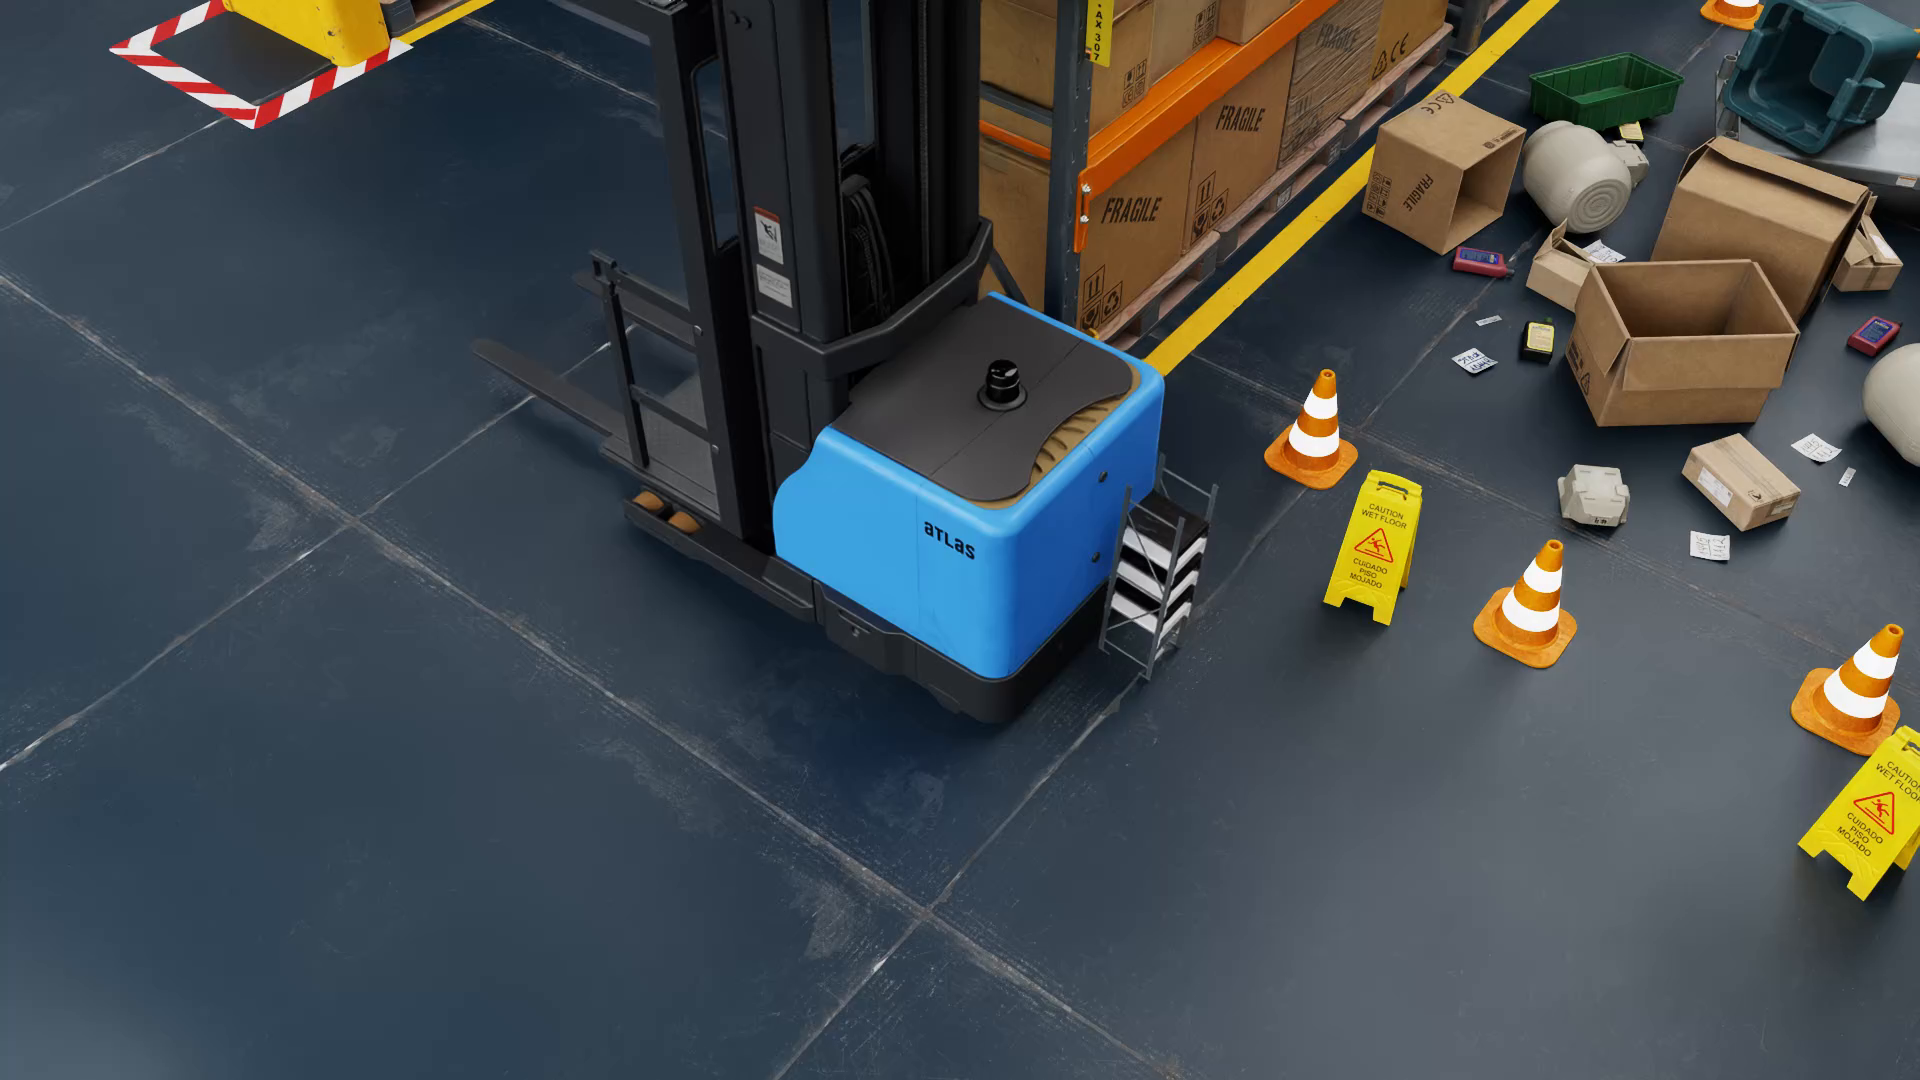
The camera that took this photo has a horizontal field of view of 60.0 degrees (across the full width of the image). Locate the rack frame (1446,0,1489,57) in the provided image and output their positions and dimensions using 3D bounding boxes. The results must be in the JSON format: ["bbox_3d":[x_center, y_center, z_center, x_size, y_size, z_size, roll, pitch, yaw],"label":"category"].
[{"bbox_3d":[2.492,-4.003,8.499,1.000,3.000,0.127,29,53,25],"label":"rack frame"}]

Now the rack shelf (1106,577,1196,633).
[{"bbox_3d":[0.700,0.195,6.101,0.258,0.077,0.200,33,55,23],"label":"rack shelf"}]

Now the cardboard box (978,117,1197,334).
[{"bbox_3d":[0.409,-1.542,7.328,0.875,0.875,0.875,29,53,25],"label":"cardboard box"}]

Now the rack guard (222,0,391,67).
[{"bbox_3d":[-3.770,-3.145,9.408,1.175,0.500,0.348,29,53,25],"label":"rack guard"}]

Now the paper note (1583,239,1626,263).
[{"bbox_3d":[3.110,-1.388,8.061,0.155,0.023,0.172,-25,51,-22],"label":"paper note"}]

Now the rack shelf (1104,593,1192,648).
[{"bbox_3d":[0.696,0.254,6.169,0.258,0.077,0.200,33,55,23],"label":"rack shelf"}]

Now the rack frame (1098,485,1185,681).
[{"bbox_3d":[0.641,0.170,5.955,0.240,0.900,0.006,33,55,23],"label":"rack frame"}]

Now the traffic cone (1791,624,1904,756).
[{"bbox_3d":[3.267,0.477,5.975,0.336,0.463,0.334,29,53,25],"label":"traffic cone"}]

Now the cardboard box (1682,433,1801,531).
[{"bbox_3d":[3.228,-0.241,6.878,0.250,0.149,0.380,-17,49,-15],"label":"cardboard box"}]

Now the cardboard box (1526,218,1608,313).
[{"bbox_3d":[2.899,-1.260,7.770,0.258,0.266,0.396,-33,55,-28],"label":"cardboard box"}]

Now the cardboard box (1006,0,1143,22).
[{"bbox_3d":[0.304,-2.334,6.055,0.875,0.550,0.550,29,53,25],"label":"cardboard box"}]

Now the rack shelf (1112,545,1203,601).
[{"bbox_3d":[0.708,0.075,5.967,0.258,0.077,0.200,33,55,23],"label":"rack shelf"}]

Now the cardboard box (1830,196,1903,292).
[{"bbox_3d":[4.274,-1.410,7.914,0.258,0.266,0.396,-2,46,-2],"label":"cardboard box"}]

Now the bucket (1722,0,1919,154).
[{"bbox_3d":[4.233,-2.300,8.085,0.620,0.611,0.726,-17,48,-29],"label":"bucket"}]

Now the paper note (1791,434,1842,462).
[{"bbox_3d":[3.666,-0.394,7.114,0.142,0.019,0.148,-25,51,-22],"label":"paper note"}]

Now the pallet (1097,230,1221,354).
[{"bbox_3d":[0.473,-1.243,7.791,1.003,0.211,1.213,29,53,25],"label":"pallet"}]

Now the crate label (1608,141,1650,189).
[{"bbox_3d":[3.351,-1.923,8.492,0.298,0.136,0.250,-2,46,-2],"label":"crate label"}]

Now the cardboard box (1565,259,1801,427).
[{"bbox_3d":[3.096,-0.845,7.210,0.797,0.503,0.637,-2,46,-2],"label":"cardboard box"}]

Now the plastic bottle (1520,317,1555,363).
[{"bbox_3d":[2.641,-0.925,7.592,0.133,0.061,0.283,13,48,12],"label":"plastic bottle"}]

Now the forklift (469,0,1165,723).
[{"bbox_3d":[-0.741,-1.235,5.902,3.031,2.935,1.130,29,53,25],"label":"forklift"}]

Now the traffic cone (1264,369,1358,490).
[{"bbox_3d":[1.495,-0.514,6.921,0.336,0.463,0.334,29,53,25],"label":"traffic cone"}]

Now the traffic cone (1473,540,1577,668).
[{"bbox_3d":[2.181,0.180,6.258,0.336,0.463,0.334,29,53,25],"label":"traffic cone"}]

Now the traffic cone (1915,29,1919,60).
[{"bbox_3d":[5.507,-2.932,9.231,0.336,0.463,0.334,29,53,25],"label":"traffic cone"}]

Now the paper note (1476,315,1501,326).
[{"bbox_3d":[2.454,-1.018,7.716,0.123,0.001,0.032,-17,49,-15],"label":"paper note"}]

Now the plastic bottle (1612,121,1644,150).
[{"bbox_3d":[3.517,-2.162,8.773,0.133,0.061,0.283,6,47,5],"label":"plastic bottle"}]

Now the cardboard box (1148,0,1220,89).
[{"bbox_3d":[0.556,-2.322,6.790,0.875,0.550,0.550,29,53,25],"label":"cardboard box"}]

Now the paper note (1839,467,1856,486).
[{"bbox_3d":[3.735,-0.266,6.997,0.032,0.001,0.123,29,53,25],"label":"paper note"}]

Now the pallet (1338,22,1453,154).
[{"bbox_3d":[1.965,-2.639,9.125,1.003,0.211,1.213,29,53,25],"label":"pallet"}]

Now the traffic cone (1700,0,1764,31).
[{"bbox_3d":[4.507,-3.226,9.512,0.336,0.463,0.334,29,53,25],"label":"traffic cone"}]

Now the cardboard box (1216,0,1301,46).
[{"bbox_3d":[0.998,-2.587,7.043,0.875,0.550,0.550,29,53,25],"label":"cardboard box"}]

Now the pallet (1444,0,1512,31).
[{"bbox_3d":[2.904,-3.514,9.961,1.003,0.211,1.213,29,53,25],"label":"pallet"}]

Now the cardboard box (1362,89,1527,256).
[{"bbox_3d":[2.355,-1.798,8.120,0.500,0.500,0.500,-33,55,-28],"label":"cardboard box"}]

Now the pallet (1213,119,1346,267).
[{"bbox_3d":[1.220,-1.938,8.455,1.003,0.211,1.213,29,53,25],"label":"pallet"}]

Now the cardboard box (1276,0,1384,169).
[{"bbox_3d":[1.504,-2.567,8.307,0.875,0.875,0.875,30,53,25],"label":"cardboard box"}]

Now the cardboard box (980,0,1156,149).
[{"bbox_3d":[0.237,-1.998,6.481,0.875,0.550,0.550,29,53,25],"label":"cardboard box"}]

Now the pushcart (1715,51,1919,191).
[{"bbox_3d":[4.636,-1.946,8.348,1.648,0.377,0.936,13,48,12],"label":"pushcart"}]

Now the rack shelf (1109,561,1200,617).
[{"bbox_3d":[0.704,0.135,6.034,0.258,0.077,0.200,33,55,23],"label":"rack shelf"}]

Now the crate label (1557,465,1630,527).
[{"bbox_3d":[2.613,-0.184,6.831,0.250,0.136,0.298,6,47,5],"label":"crate label"}]

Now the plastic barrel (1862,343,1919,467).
[{"bbox_3d":[4.090,-0.545,6.978,0.421,0.421,0.512,-9,47,-8],"label":"plastic barrel"}]

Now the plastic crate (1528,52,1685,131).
[{"bbox_3d":[3.422,-2.373,8.847,0.662,0.188,0.450,-17,39,-15],"label":"plastic crate"}]

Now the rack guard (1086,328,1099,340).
[{"bbox_3d":[0.032,-0.837,7.204,1.175,0.500,0.348,29,53,25],"label":"rack guard"}]

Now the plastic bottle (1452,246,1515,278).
[{"bbox_3d":[2.517,-1.328,7.977,0.283,0.061,0.133,13,48,12],"label":"plastic bottle"}]

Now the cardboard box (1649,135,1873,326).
[{"bbox_3d":[3.661,-1.431,7.675,0.797,0.637,0.503,29,53,25],"label":"cardboard box"}]

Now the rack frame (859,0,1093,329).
[{"bbox_3d":[0.046,-1.714,6.313,1.000,3.000,0.127,29,53,25],"label":"rack frame"}]

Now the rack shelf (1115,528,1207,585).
[{"bbox_3d":[0.712,0.016,5.899,0.258,0.077,0.200,33,55,23],"label":"rack shelf"}]

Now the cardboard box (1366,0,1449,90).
[{"bbox_3d":[2.052,-3.085,8.801,0.875,0.875,0.875,30,53,26],"label":"cardboard box"}]

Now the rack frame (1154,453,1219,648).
[{"bbox_3d":[0.770,0.056,6.063,0.240,0.900,0.006,33,55,23],"label":"rack frame"}]

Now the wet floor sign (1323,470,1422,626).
[{"bbox_3d":[1.596,-0.009,6.312,0.267,0.644,0.232,21,50,19],"label":"wet floor sign"}]

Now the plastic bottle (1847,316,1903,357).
[{"bbox_3d":[4.198,-0.948,7.613,0.283,0.061,0.133,-33,55,-28],"label":"plastic bottle"}]

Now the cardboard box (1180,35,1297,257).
[{"bbox_3d":[0.945,-2.047,7.810,0.875,0.875,0.875,28,53,24],"label":"cardboard box"}]

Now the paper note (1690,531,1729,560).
[{"bbox_3d":[3.028,0.021,6.708,0.148,0.019,0.142,13,48,12],"label":"paper note"}]

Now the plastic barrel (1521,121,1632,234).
[{"bbox_3d":[3.012,-1.785,8.163,0.421,0.421,0.512,-9,47,-8],"label":"plastic barrel"}]

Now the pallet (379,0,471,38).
[{"bbox_3d":[-3.246,-3.494,9.942,1.003,0.211,1.213,29,53,25],"label":"pallet"}]

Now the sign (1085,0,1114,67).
[{"bbox_3d":[0.482,-1.791,5.733,0.100,0.325,0.005,29,53,25],"label":"sign"}]

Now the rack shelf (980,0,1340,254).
[{"bbox_3d":[1.269,-2.610,7.666,1.077,0.370,4.000,29,53,25],"label":"rack shelf"}]

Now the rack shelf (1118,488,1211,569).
[{"bbox_3d":[0.716,-0.044,5.832,0.258,0.077,0.200,33,55,23],"label":"rack shelf"}]

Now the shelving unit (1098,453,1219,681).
[{"bbox_3d":[0.705,0.113,6.009,0.258,0.900,0.210,33,55,23],"label":"shelving unit"}]

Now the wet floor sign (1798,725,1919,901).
[{"bbox_3d":[3.062,0.866,5.477,0.232,0.644,0.267,-25,51,-22],"label":"wet floor sign"}]

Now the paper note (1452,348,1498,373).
[{"bbox_3d":[2.323,-0.811,7.504,0.142,0.017,0.144,-25,51,-22],"label":"paper note"}]
